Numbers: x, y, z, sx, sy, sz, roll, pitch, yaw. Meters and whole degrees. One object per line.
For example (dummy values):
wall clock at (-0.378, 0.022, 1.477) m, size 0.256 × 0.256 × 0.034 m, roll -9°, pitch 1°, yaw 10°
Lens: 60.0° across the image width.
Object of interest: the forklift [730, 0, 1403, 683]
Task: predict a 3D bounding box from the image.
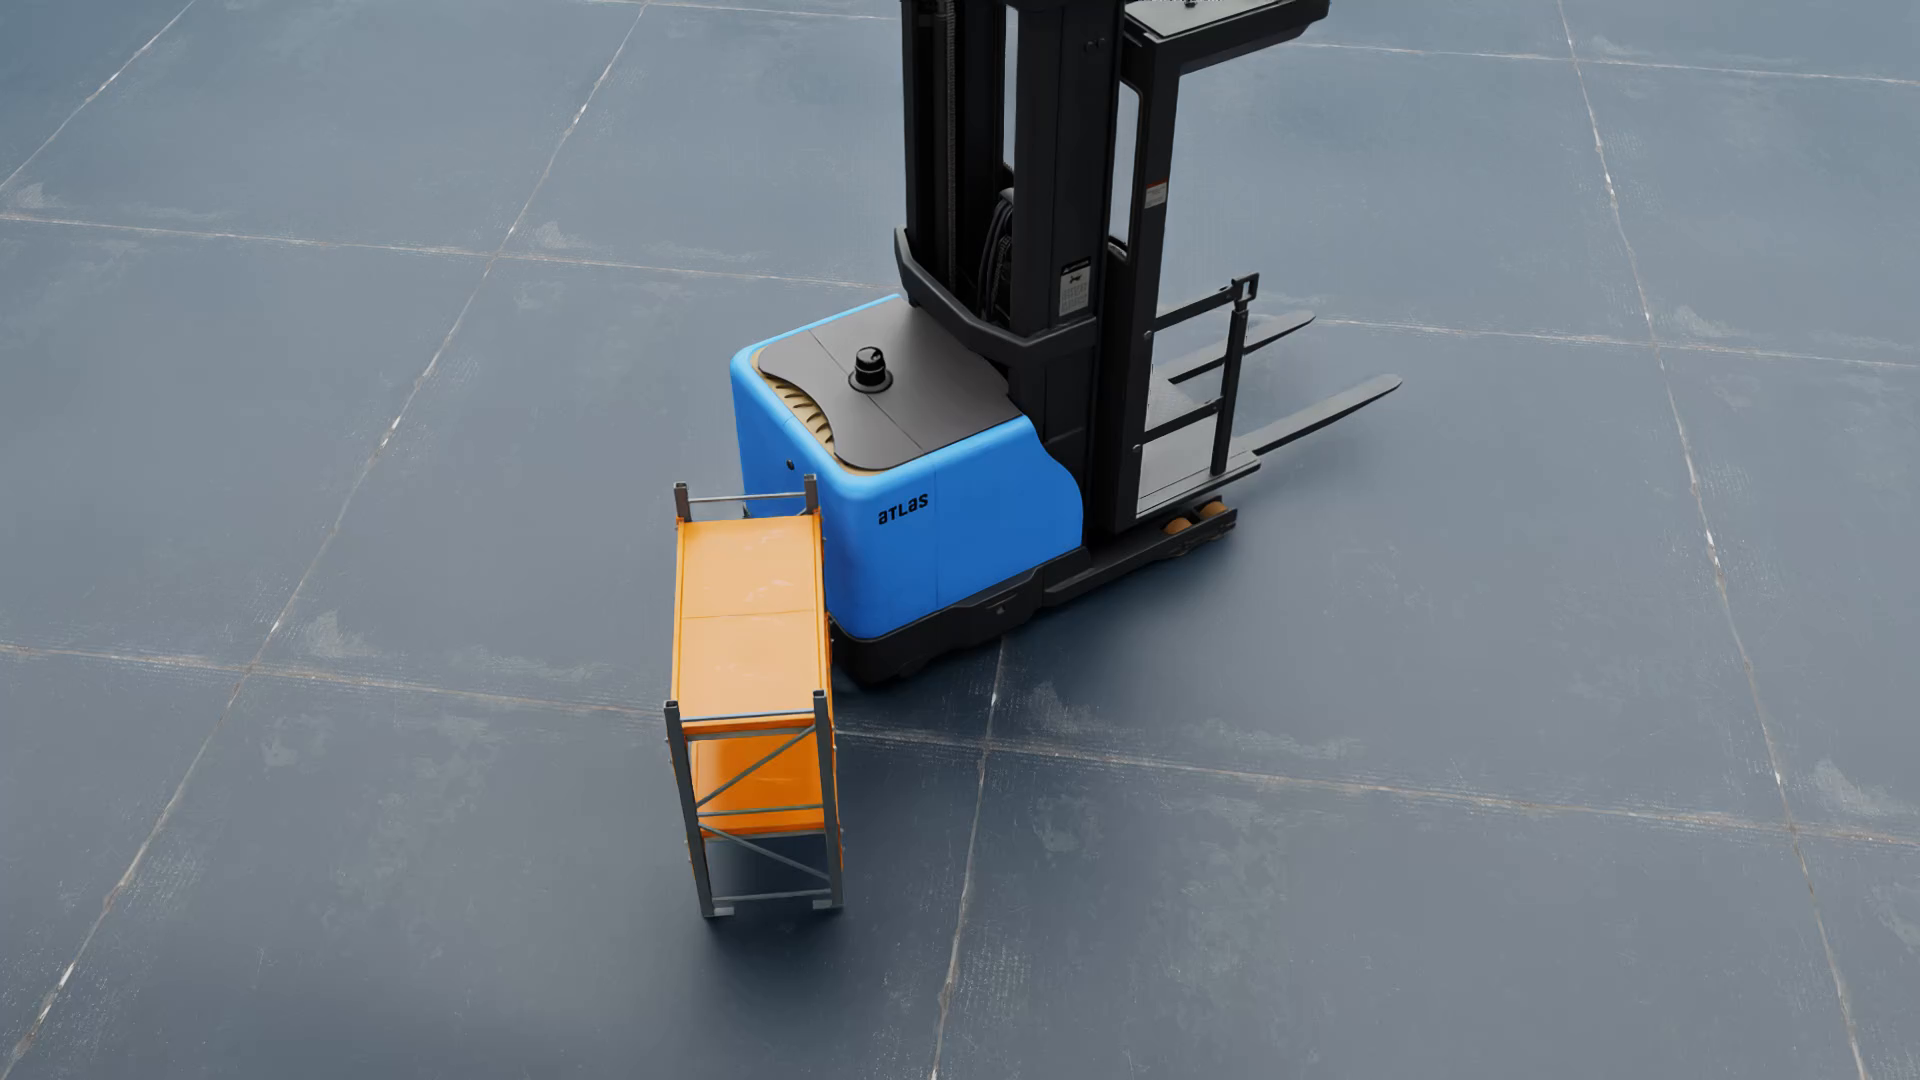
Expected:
forklift at (0.605, -1.279, 6.491) m, size 3.031 × 2.935 × 1.130 m, roll -24°, pitch 48°, yaw -23°

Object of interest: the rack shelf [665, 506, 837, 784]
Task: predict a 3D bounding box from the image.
rack shelf at (-0.709, 0.337, 5.673) m, size 0.538 × 0.278 × 1.000 m, roll -4°, pitch 44°, yaw -4°

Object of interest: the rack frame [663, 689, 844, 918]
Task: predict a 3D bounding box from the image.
rack frame at (-0.661, 0.897, 5.507) m, size 0.500 × 1.125 × 0.032 m, roll -4°, pitch 44°, yaw -4°

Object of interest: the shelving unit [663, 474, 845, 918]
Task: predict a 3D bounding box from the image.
shelving unit at (-0.709, 0.549, 5.874) m, size 0.538 × 1.125 × 1.048 m, roll -4°, pitch 44°, yaw -4°

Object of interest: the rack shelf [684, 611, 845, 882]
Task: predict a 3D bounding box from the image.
rack shelf at (-0.709, 0.727, 6.042) m, size 0.538 × 0.278 × 1.000 m, roll -4°, pitch 44°, yaw -4°

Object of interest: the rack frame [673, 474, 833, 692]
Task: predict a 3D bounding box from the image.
rack frame at (-0.757, 0.201, 6.242) m, size 0.500 × 1.125 × 0.032 m, roll -4°, pitch 44°, yaw -4°
